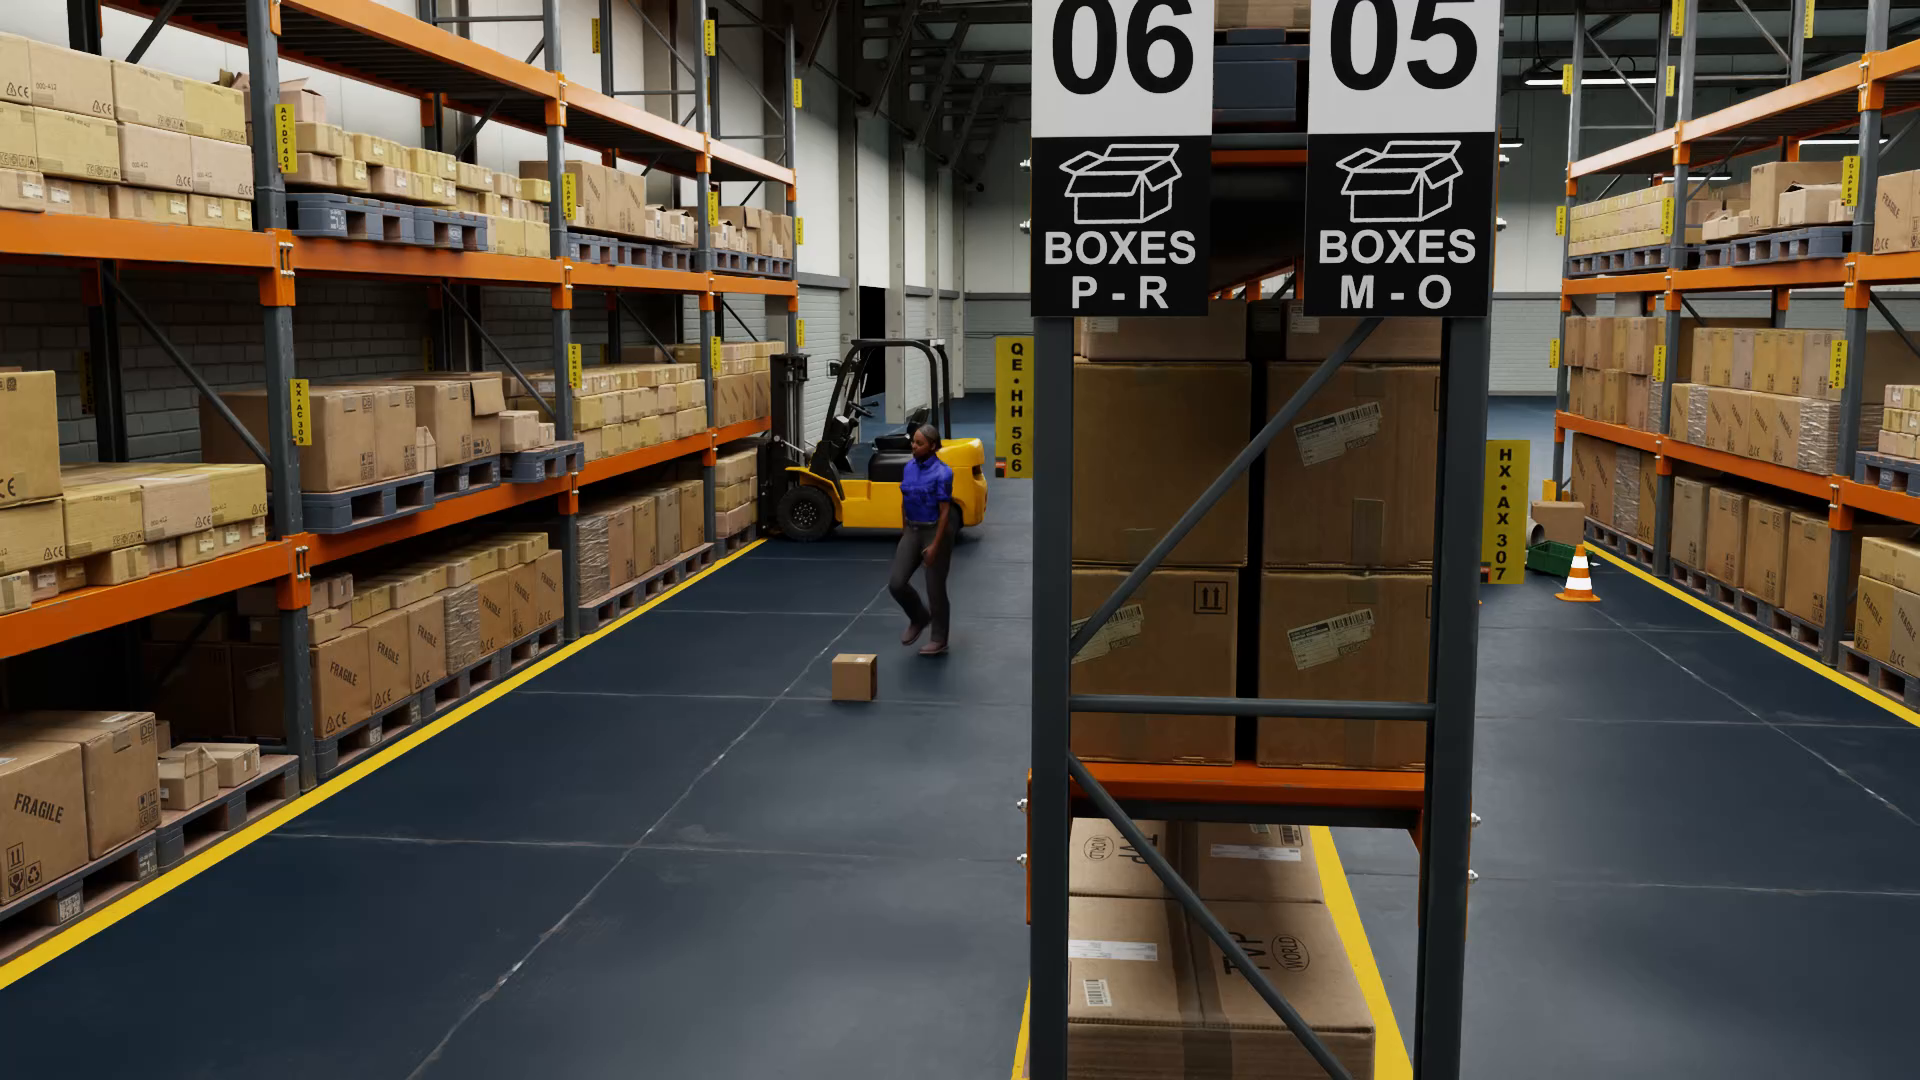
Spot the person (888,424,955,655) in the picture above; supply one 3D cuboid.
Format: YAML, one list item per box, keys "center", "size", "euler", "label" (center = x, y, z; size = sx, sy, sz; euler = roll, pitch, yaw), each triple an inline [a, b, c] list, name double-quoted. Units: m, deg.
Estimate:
- center: [-0.247, -0.006, 11.775]
  size: [0.522, 1.641, 0.470]
  euler: [5, 9, 34]
  label: "person"
